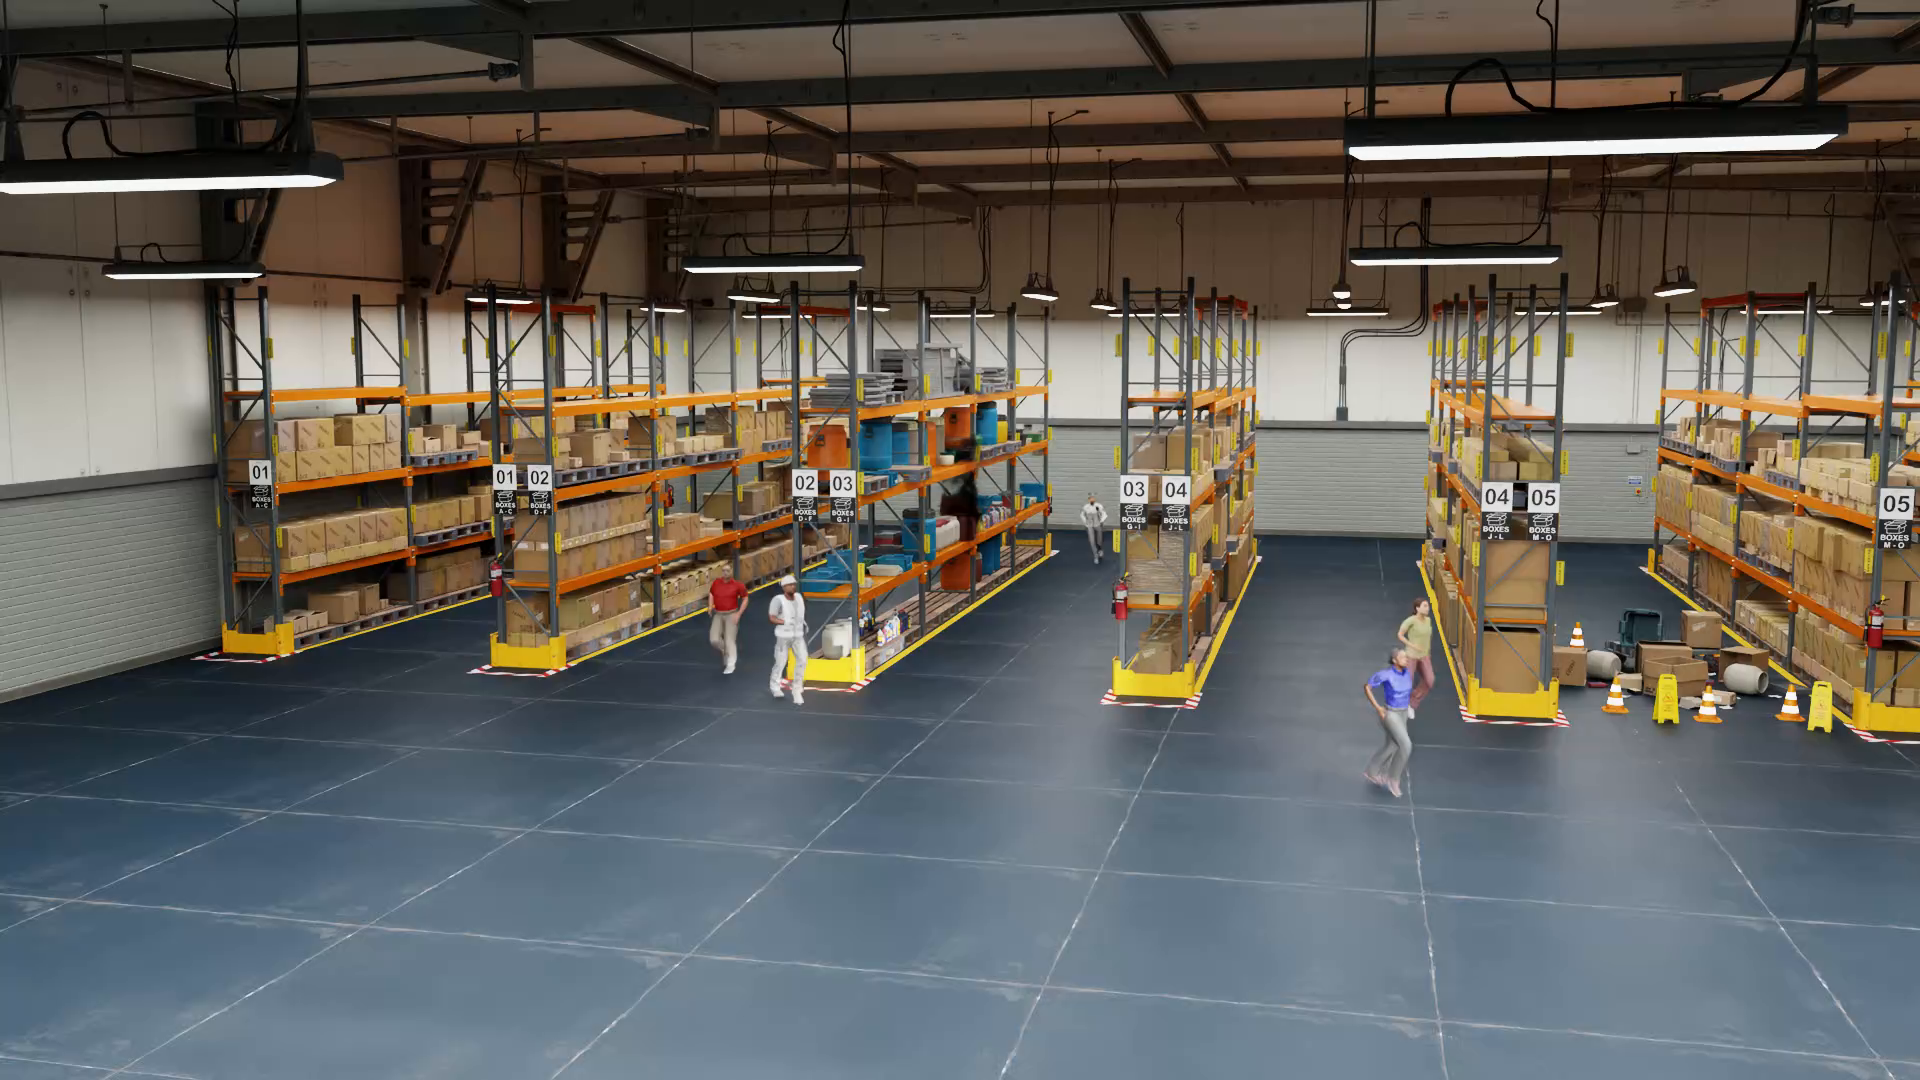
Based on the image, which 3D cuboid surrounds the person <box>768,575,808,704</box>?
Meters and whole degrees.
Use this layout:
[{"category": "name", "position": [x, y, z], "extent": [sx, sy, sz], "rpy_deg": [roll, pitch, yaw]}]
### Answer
[{"category": "person", "position": [-2.415, 1.411, 23.629], "extent": [0.689, 1.838, 0.736], "rpy_deg": [-4, 8, -33]}]

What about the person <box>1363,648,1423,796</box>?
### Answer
[{"category": "person", "position": [4.906, 2.047, 18.855], "extent": [0.563, 1.686, 0.729], "rpy_deg": [-5, 9, -40]}]

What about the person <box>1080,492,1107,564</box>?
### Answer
[{"category": "person", "position": [3.139, -0.302, 39.085], "extent": [0.633, 1.683, 0.722], "rpy_deg": [1, 7, 8]}]

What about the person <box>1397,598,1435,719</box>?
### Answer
[{"category": "person", "position": [6.209, 1.593, 22.590], "extent": [0.622, 1.638, 0.647], "rpy_deg": [-2, 7, -19]}]

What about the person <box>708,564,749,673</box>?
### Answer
[{"category": "person", "position": [-3.633, 1.216, 25.804], "extent": [0.693, 1.694, 0.524], "rpy_deg": [2, 7, 17]}]
